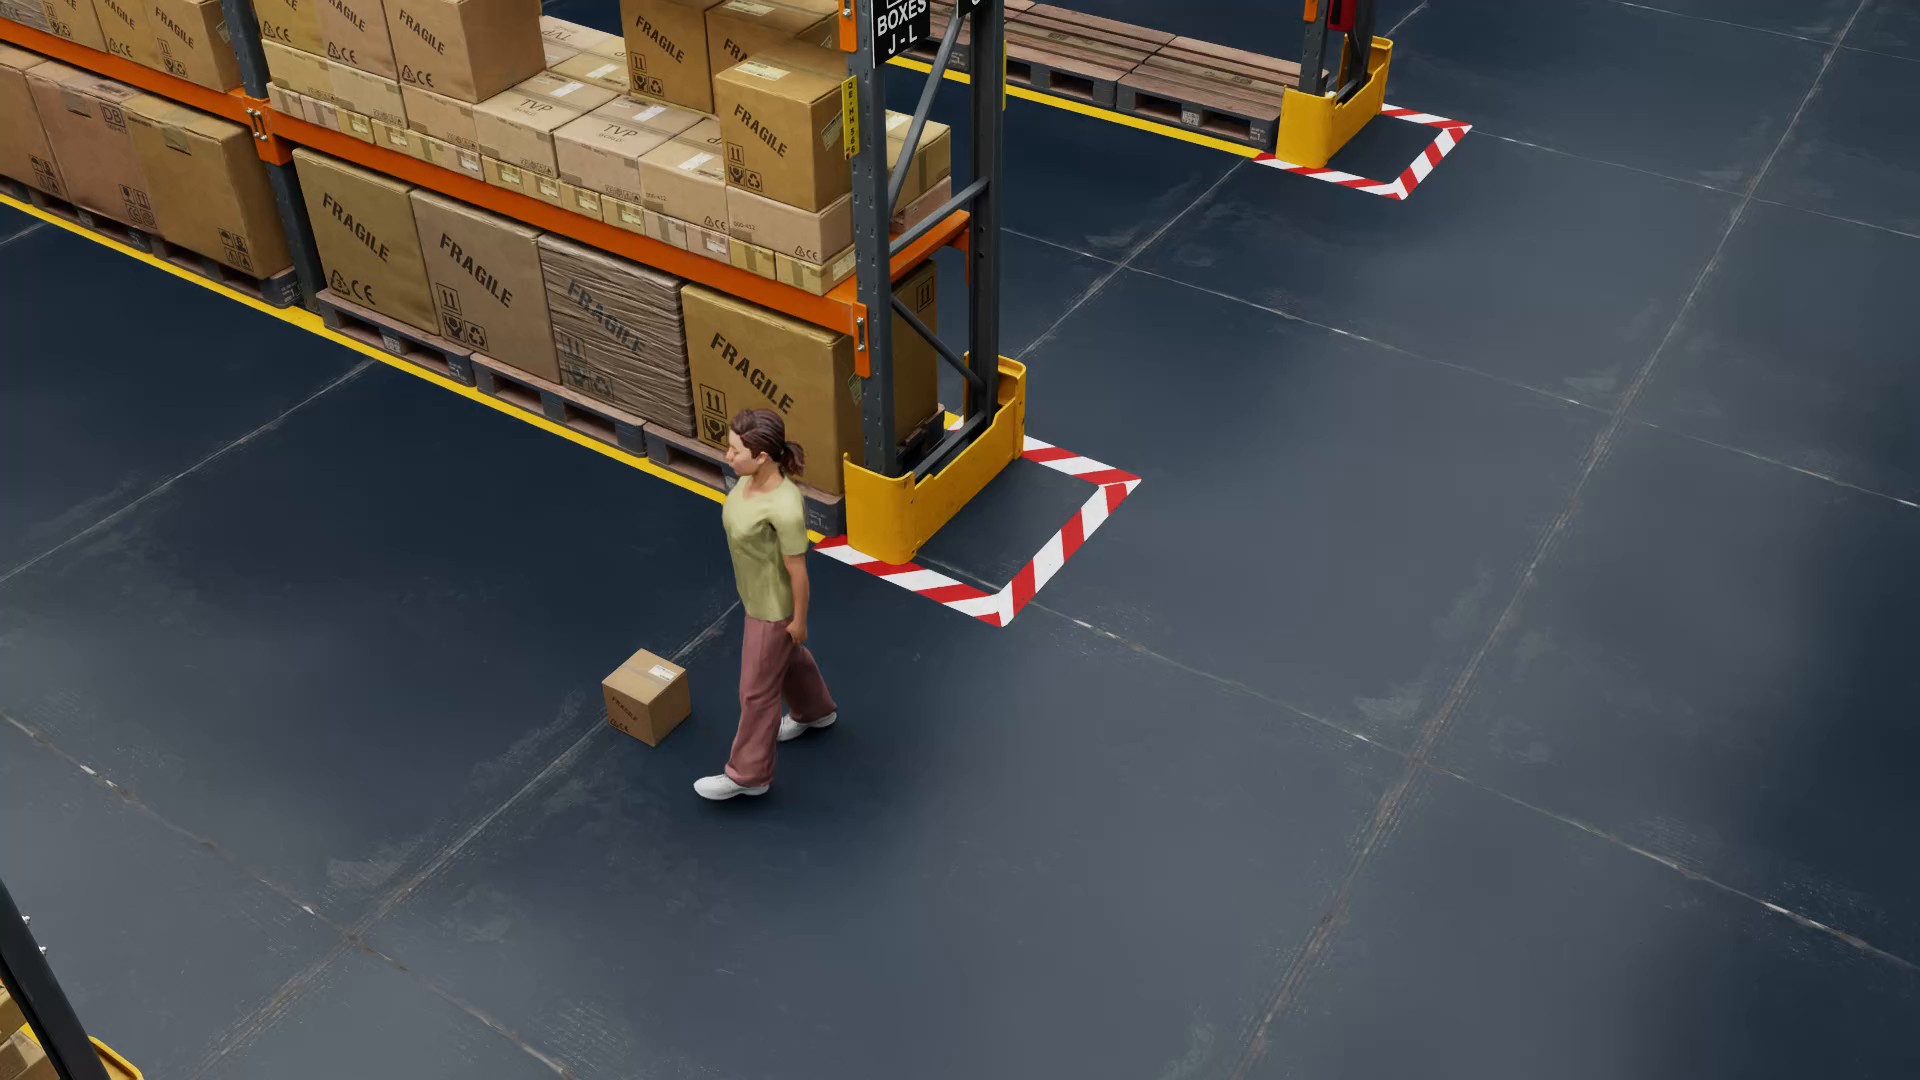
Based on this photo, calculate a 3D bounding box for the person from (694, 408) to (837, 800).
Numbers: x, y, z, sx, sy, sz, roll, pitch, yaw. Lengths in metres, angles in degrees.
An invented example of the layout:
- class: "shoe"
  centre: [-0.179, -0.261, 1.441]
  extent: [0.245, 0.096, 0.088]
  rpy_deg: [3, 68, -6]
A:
- class: "person"
  centre: [-0.800, 0.245, 6.365]
  extent: [0.679, 1.664, 0.475]
  rpy_deg: [-15, 41, -18]
